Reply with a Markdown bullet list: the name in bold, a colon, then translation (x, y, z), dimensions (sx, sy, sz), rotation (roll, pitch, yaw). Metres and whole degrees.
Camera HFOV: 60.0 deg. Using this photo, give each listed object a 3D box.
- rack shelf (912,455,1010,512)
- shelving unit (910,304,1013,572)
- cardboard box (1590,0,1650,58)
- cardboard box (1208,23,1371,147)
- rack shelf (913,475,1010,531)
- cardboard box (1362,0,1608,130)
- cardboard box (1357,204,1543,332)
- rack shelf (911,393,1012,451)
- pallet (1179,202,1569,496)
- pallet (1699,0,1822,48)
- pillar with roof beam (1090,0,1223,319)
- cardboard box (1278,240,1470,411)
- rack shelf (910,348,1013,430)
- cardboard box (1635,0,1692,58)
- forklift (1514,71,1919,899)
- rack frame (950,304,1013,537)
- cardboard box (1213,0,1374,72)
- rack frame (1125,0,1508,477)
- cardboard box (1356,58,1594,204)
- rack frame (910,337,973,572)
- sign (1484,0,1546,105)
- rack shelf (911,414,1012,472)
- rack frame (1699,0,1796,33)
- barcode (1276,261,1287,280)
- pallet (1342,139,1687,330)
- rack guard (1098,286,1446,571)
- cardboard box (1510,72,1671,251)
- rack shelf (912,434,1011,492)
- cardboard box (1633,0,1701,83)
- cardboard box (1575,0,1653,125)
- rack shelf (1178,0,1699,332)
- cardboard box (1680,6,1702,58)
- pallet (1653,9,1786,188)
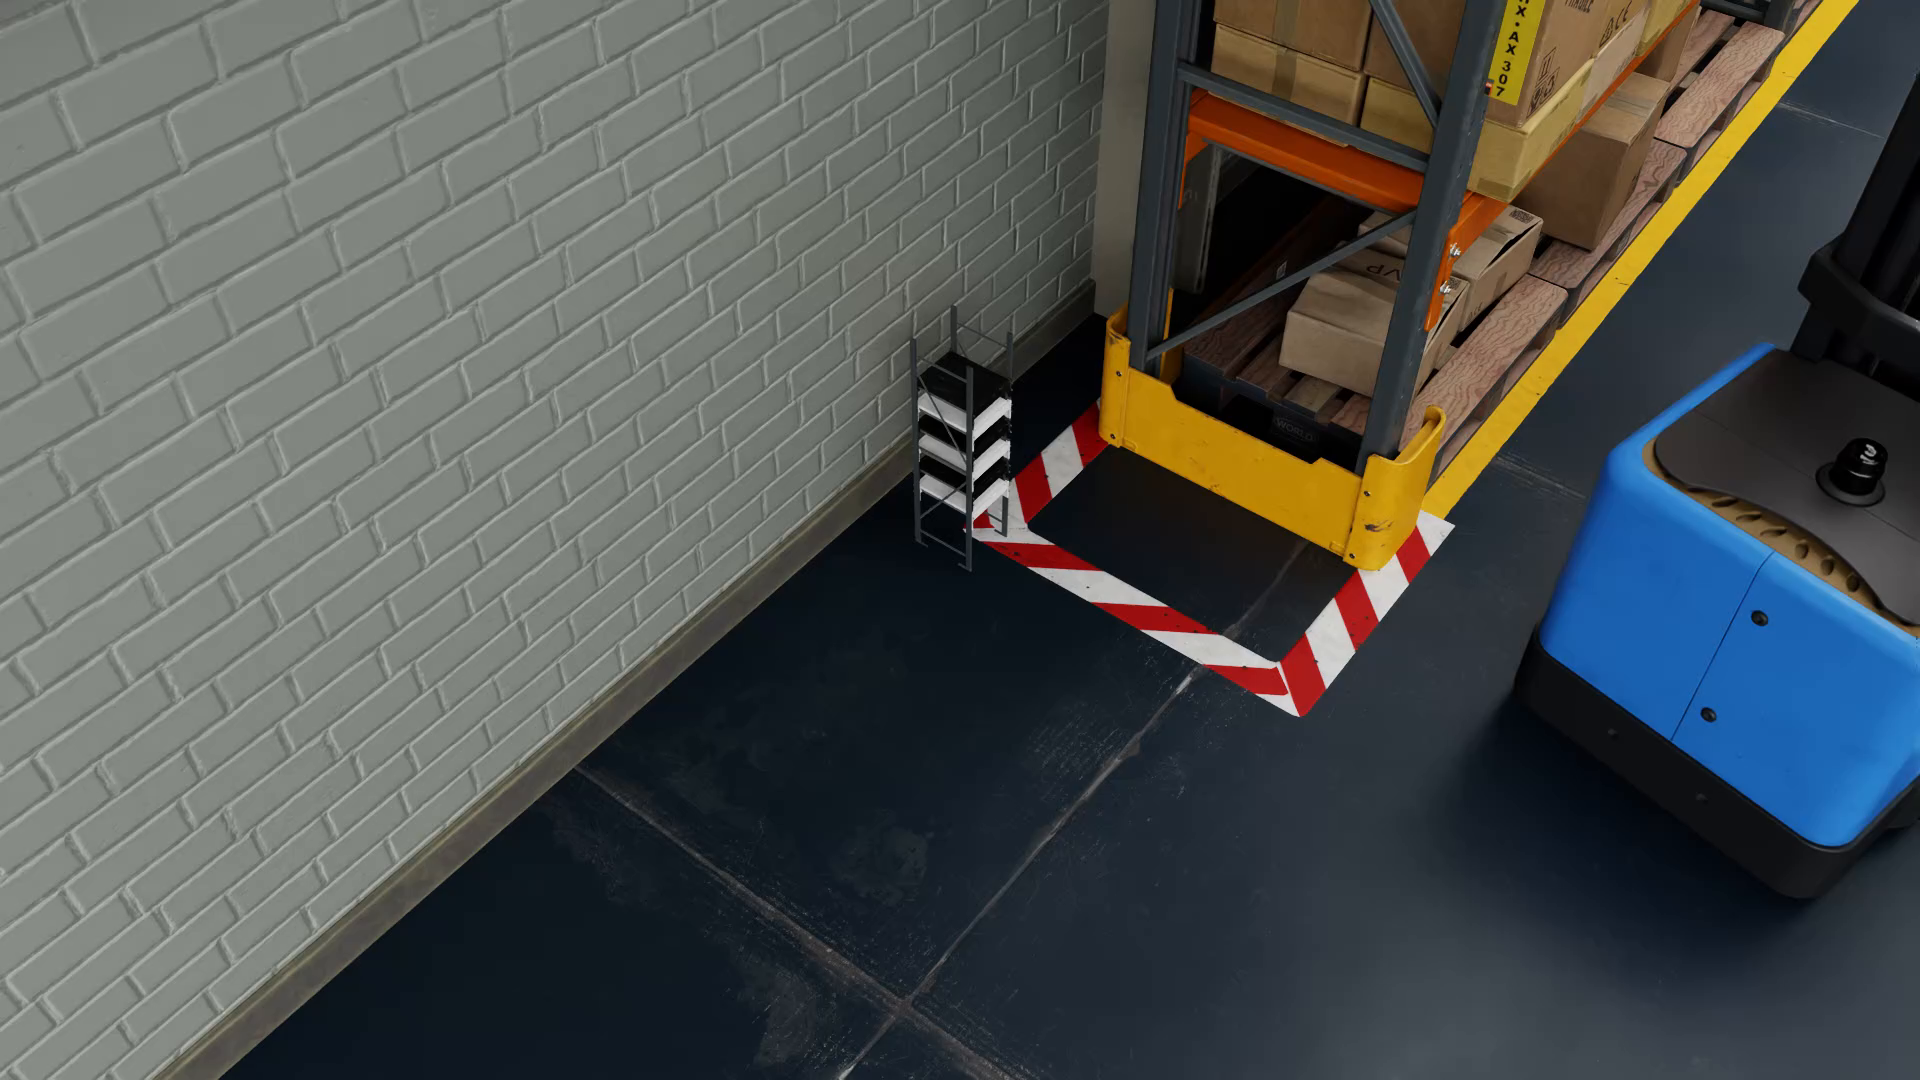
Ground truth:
- **rack shelf**: translation (0.005, -0.230, 5.518), dimensions (0.258, 0.077, 0.200), rotation (29, 53, 25)
- **shelving unit**: translation (0.005, -0.315, 5.429), dimensions (0.258, 0.900, 0.210), rotation (29, 53, 25)
- **cardboard box**: translation (1.843, -1.858, 5.021), dimensions (0.500, 0.500, 0.500), rotation (29, 53, 25)
- **cardboard box**: translation (1.136, -1.533, 5.230), dimensions (0.500, 0.250, 0.500), rotation (30, 53, 25)
- **rack shelf**: translation (0.005, -0.168, 5.583), dimensions (0.258, 0.077, 0.200), rotation (29, 53, 25)
- **cardboard box**: translation (1.533, -1.579, 4.755), dimensions (0.500, 0.500, 0.500), rotation (29, 53, 25)
- **cardboard box**: translation (1.846, -1.130, 6.311), dimensions (0.500, 0.311, 0.500), rotation (34, 55, 28)
- **rack shelf**: translation (0.005, -0.417, 5.323), dimensions (0.258, 0.077, 0.200), rotation (29, 53, 25)
- **pallet**: translation (1.575, -0.754, 6.325), dimensions (1.003, 0.211, 1.213), rotation (29, 53, 25)
- **pallet**: translation (3.924, -2.997, 8.467), dimensions (1.003, 0.211, 1.213), rotation (29, 53, 25)
- **pillar with roof beam**: translation (4.154, -2.177, 1.606), dimensions (9.100, 9.000, 0.400), rotation (29, 53, 25)
- **cardboard box**: translation (1.498, -0.804, 5.999), dimensions (0.500, 0.311, 0.500), rotation (24, 51, 21)
- **rack shelf**: translation (0.005, -0.479, 5.258), dimensions (0.258, 0.077, 0.200), rotation (29, 53, 25)
- **cardboard box**: translation (2.175, -1.911, 5.591), dimensions (0.500, 0.250, 0.500), rotation (28, 53, 24)
- **forklift**: translation (3.195, -0.909, 4.592), dimensions (3.031, 2.935, 1.130), rotation (-31, 54, -26)
- **rack frame**: translation (0.067, -0.374, 5.484), dimensions (0.240, 0.900, 0.006), rotation (29, 53, 25)
- **cardboard box**: translation (1.123, -1.803, 4.969), dimensions (0.500, 0.500, 0.500), rotation (29, 53, 25)
- **rack frame**: translation (1.003, -1.225, 4.846), dimensions (1.000, 3.000, 0.127), rotation (29, 53, 25)
- **cardboard box**: translation (1.553, -1.319, 5.025), dimensions (0.500, 0.250, 0.500), rotation (28, 52, 24)
- **rack frame**: translation (-0.057, -0.257, 5.373), dimensions (0.240, 0.900, 0.006), rotation (29, 53, 25)
- **sign**: translation (1.433, -1.284, 4.304), dimensions (0.100, 0.325, 0.005), rotation (29, 53, 25)
- **rack shelf**: translation (0.005, -0.355, 5.388), dimensions (0.258, 0.077, 0.200), rotation (29, 53, 25)
- **rack frame**: translation (3.449, -3.514, 7.032), dimensions (1.000, 3.000, 0.127), rotation (29, 53, 25)
- **barcode**: translation (1.192, -0.994, 6.174), dimensions (0.001, 0.075, 0.075), rotation (29, 53, 25)
- **pallet**: translation (2.321, -1.449, 6.989), dimensions (1.003, 0.211, 1.213), rotation (29, 53, 25)
- **rack guard**: translation (1.050, -0.405, 5.791), dimensions (1.175, 0.500, 0.348), rotation (29, 53, 25)
- **cardboard box**: translation (2.334, -1.593, 6.622), dimensions (0.700, 0.500, 0.500), rotation (26, 52, 23)
- **rack shelf**: translation (0.005, -0.292, 5.453), dimensions (0.258, 0.077, 0.200), rotation (29, 53, 25)
- **cardboard box**: translation (2.846, -2.191, 7.193), dimensions (0.500, 0.500, 0.500), rotation (25, 51, 22)
- **cardboard box**: translation (1.859, -1.622, 5.315), dimensions (0.500, 0.250, 0.500), rotation (28, 52, 24)
- **rack shelf**: translation (2.226, -2.121, 6.199), dimensions (1.077, 0.370, 4.000), rotation (29, 53, 25)
- **cardboard box**: translation (3.146, -2.368, 7.592), dimensions (0.380, 0.166, 0.250), rotation (23, 50, 20)
- **pallet**: translation (3.066, -2.151, 7.658), dimensions (1.003, 0.211, 1.213), rotation (29, 53, 25)
